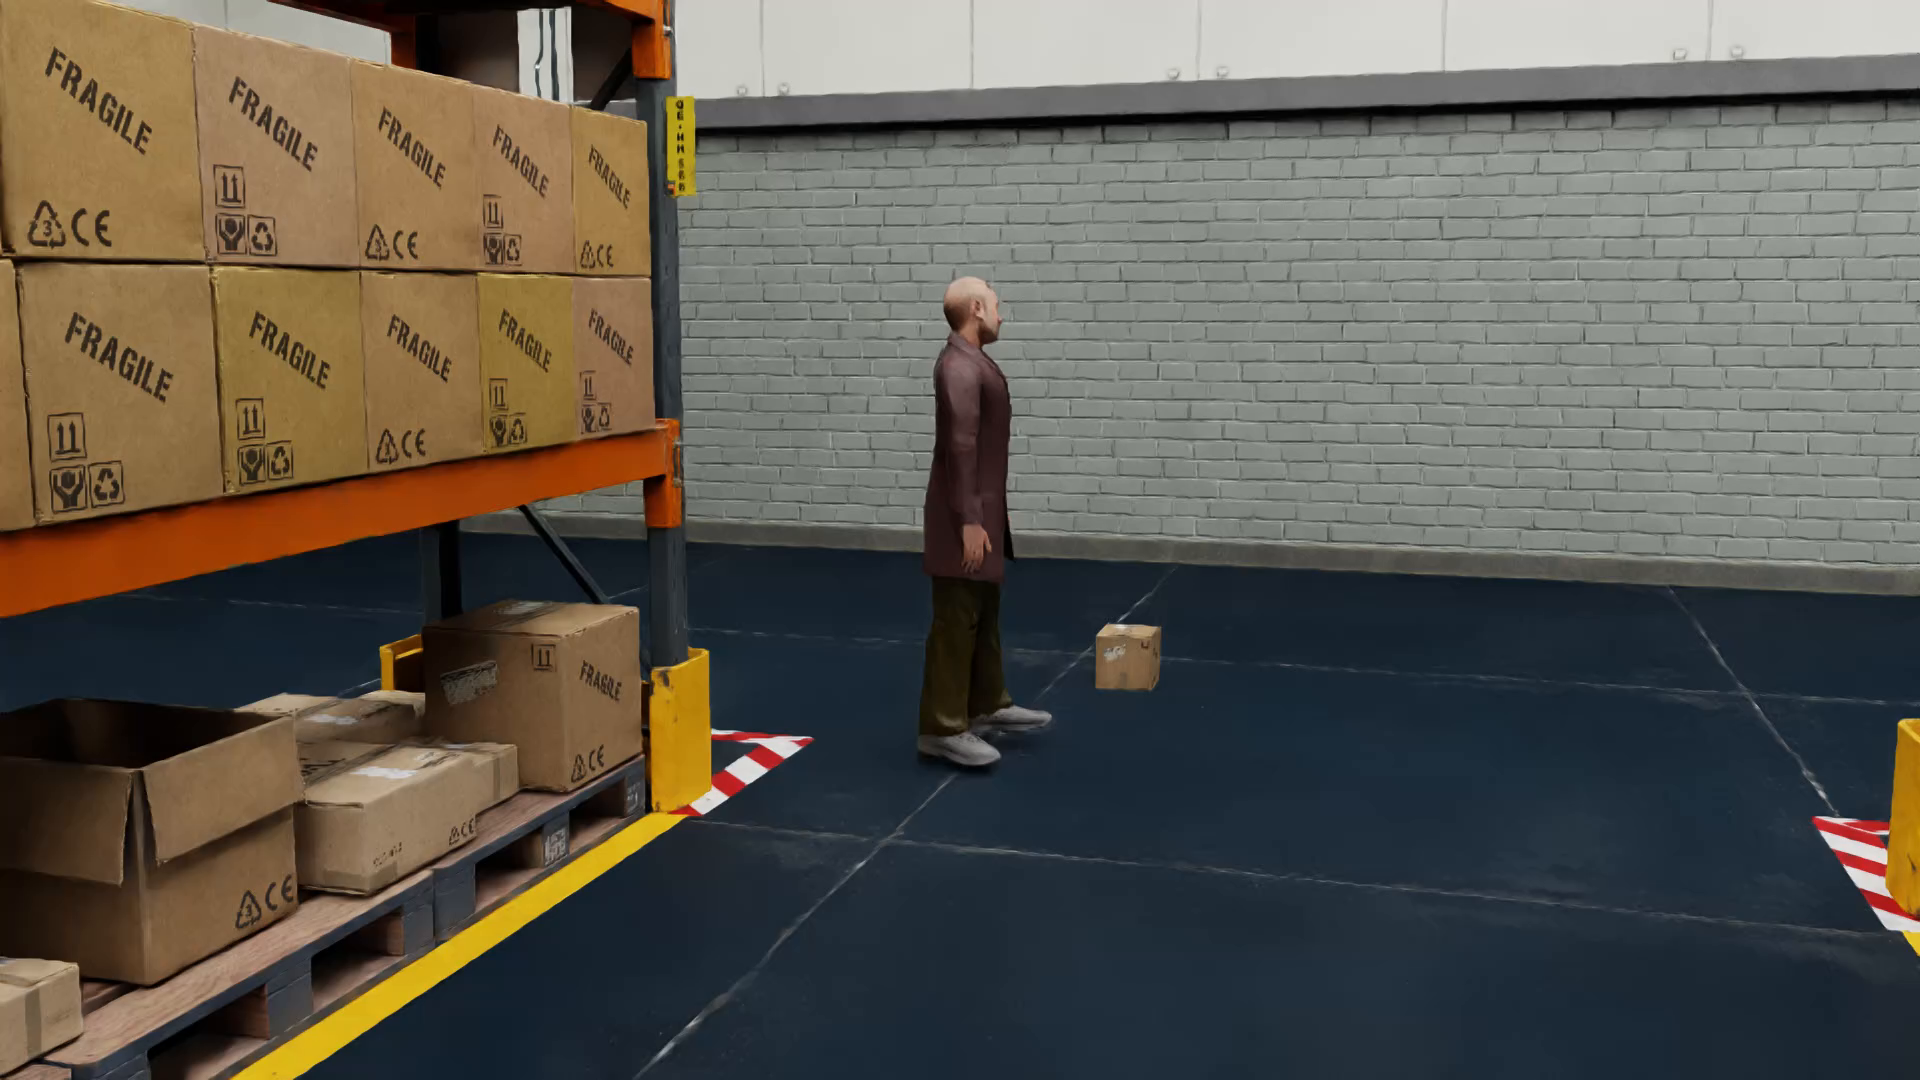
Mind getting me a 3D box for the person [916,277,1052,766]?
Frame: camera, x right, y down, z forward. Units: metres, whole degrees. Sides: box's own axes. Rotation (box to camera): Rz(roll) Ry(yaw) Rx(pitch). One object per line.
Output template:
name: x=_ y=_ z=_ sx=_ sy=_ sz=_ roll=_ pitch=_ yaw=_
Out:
person: x=0.097 y=-0.088 z=6.281 sx=0.520 sy=1.786 sz=0.647 roll=0 pitch=8 yaw=2
